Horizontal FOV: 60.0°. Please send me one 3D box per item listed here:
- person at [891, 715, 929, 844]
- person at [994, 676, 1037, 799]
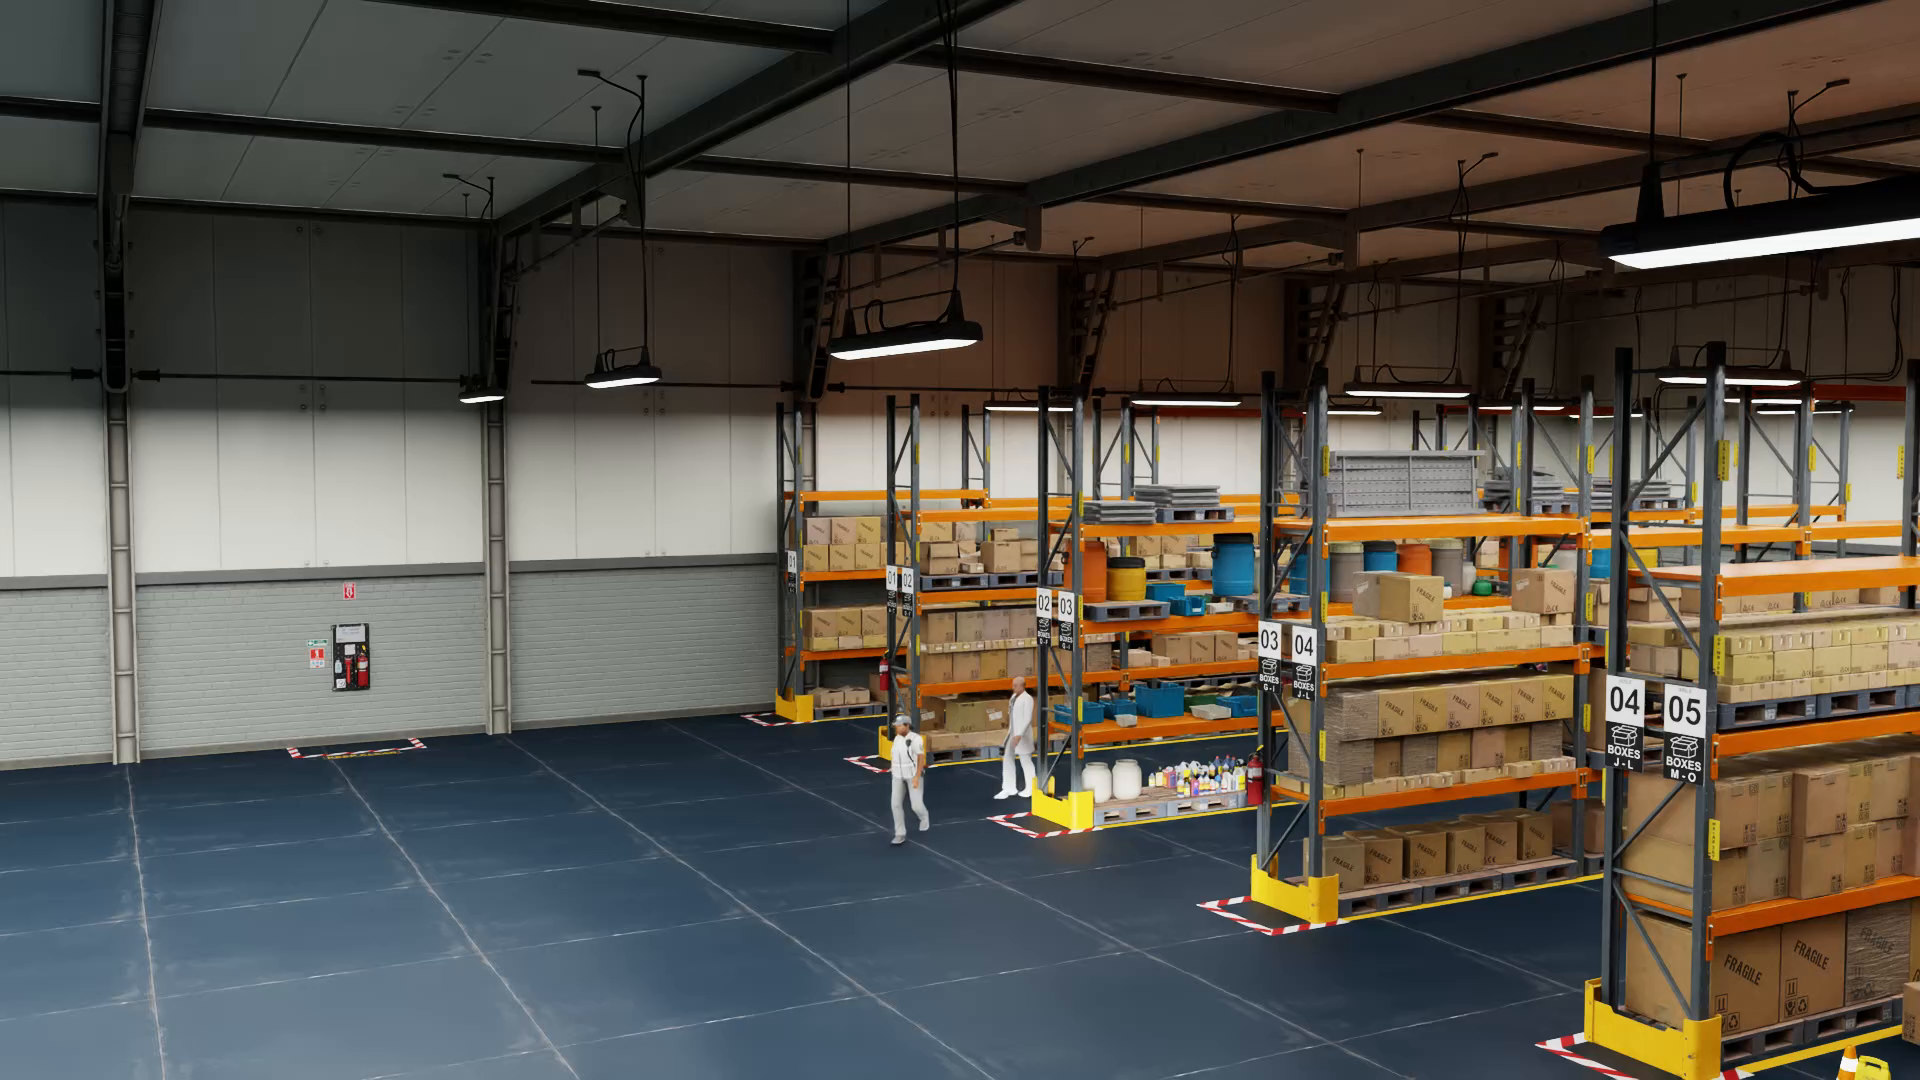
[{"bbox_3d":[-0.686,3.115,21.806,0.487,1.611,0.825,2,4,25],"label":"person"},{"bbox_3d":[0.849,2.908,24.414,0.675,1.820,0.631,-2,4,-27],"label":"person"}]
